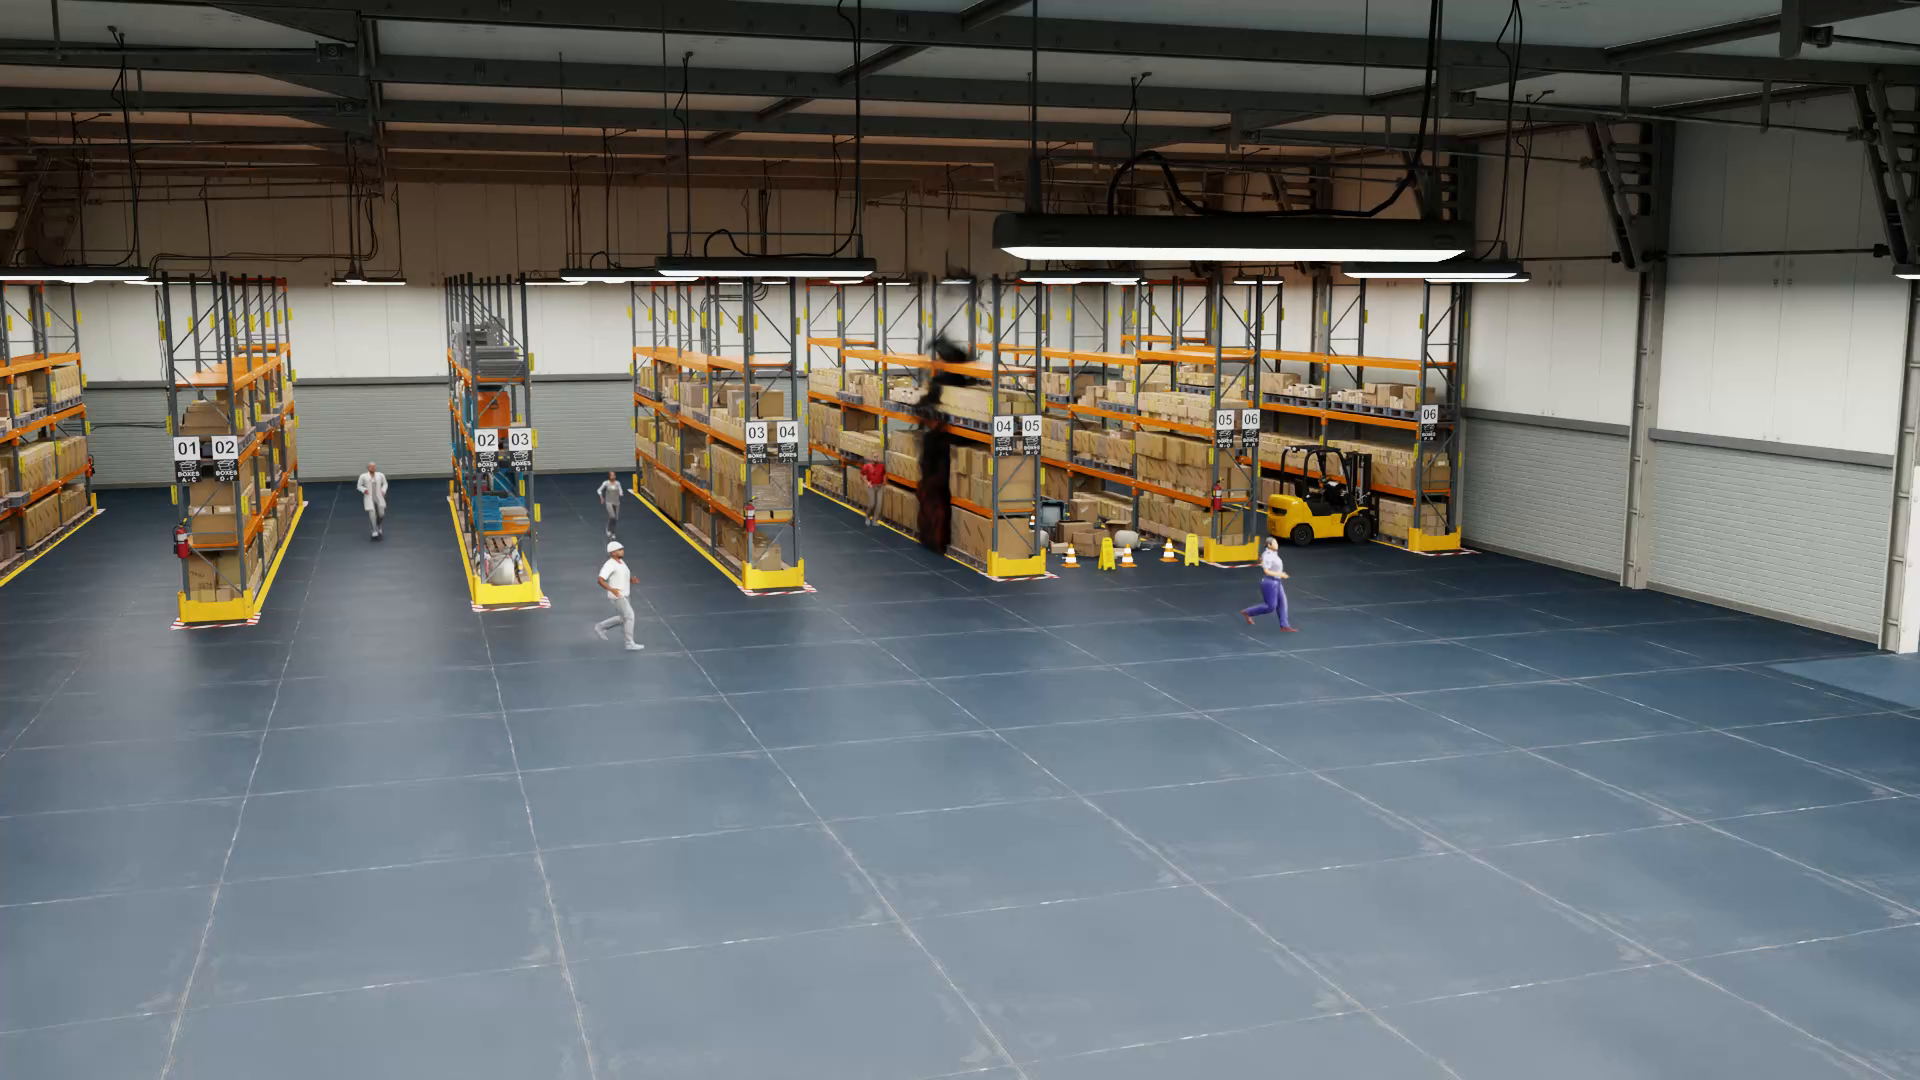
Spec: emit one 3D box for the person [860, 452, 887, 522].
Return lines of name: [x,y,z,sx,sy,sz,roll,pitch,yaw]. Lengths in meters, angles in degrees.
person: [-1.957,-1.207,38.264,0.649,1.601,0.499,-4,10,-25]

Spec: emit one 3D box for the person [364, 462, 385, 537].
person: [-13.569,-0.940,38.511,0.665,1.729,0.651,-5,10,-29]

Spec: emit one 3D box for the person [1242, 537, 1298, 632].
person: [5.210,0.744,27.808,0.932,1.614,0.621,3,9,19]

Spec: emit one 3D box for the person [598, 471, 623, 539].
person: [-7.956,-0.793,38.053,0.509,1.553,0.634,-5,10,-32]

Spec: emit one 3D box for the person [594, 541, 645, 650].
person: [-5.457,0.886,26.481,0.856,1.740,0.714,1,9,7]
